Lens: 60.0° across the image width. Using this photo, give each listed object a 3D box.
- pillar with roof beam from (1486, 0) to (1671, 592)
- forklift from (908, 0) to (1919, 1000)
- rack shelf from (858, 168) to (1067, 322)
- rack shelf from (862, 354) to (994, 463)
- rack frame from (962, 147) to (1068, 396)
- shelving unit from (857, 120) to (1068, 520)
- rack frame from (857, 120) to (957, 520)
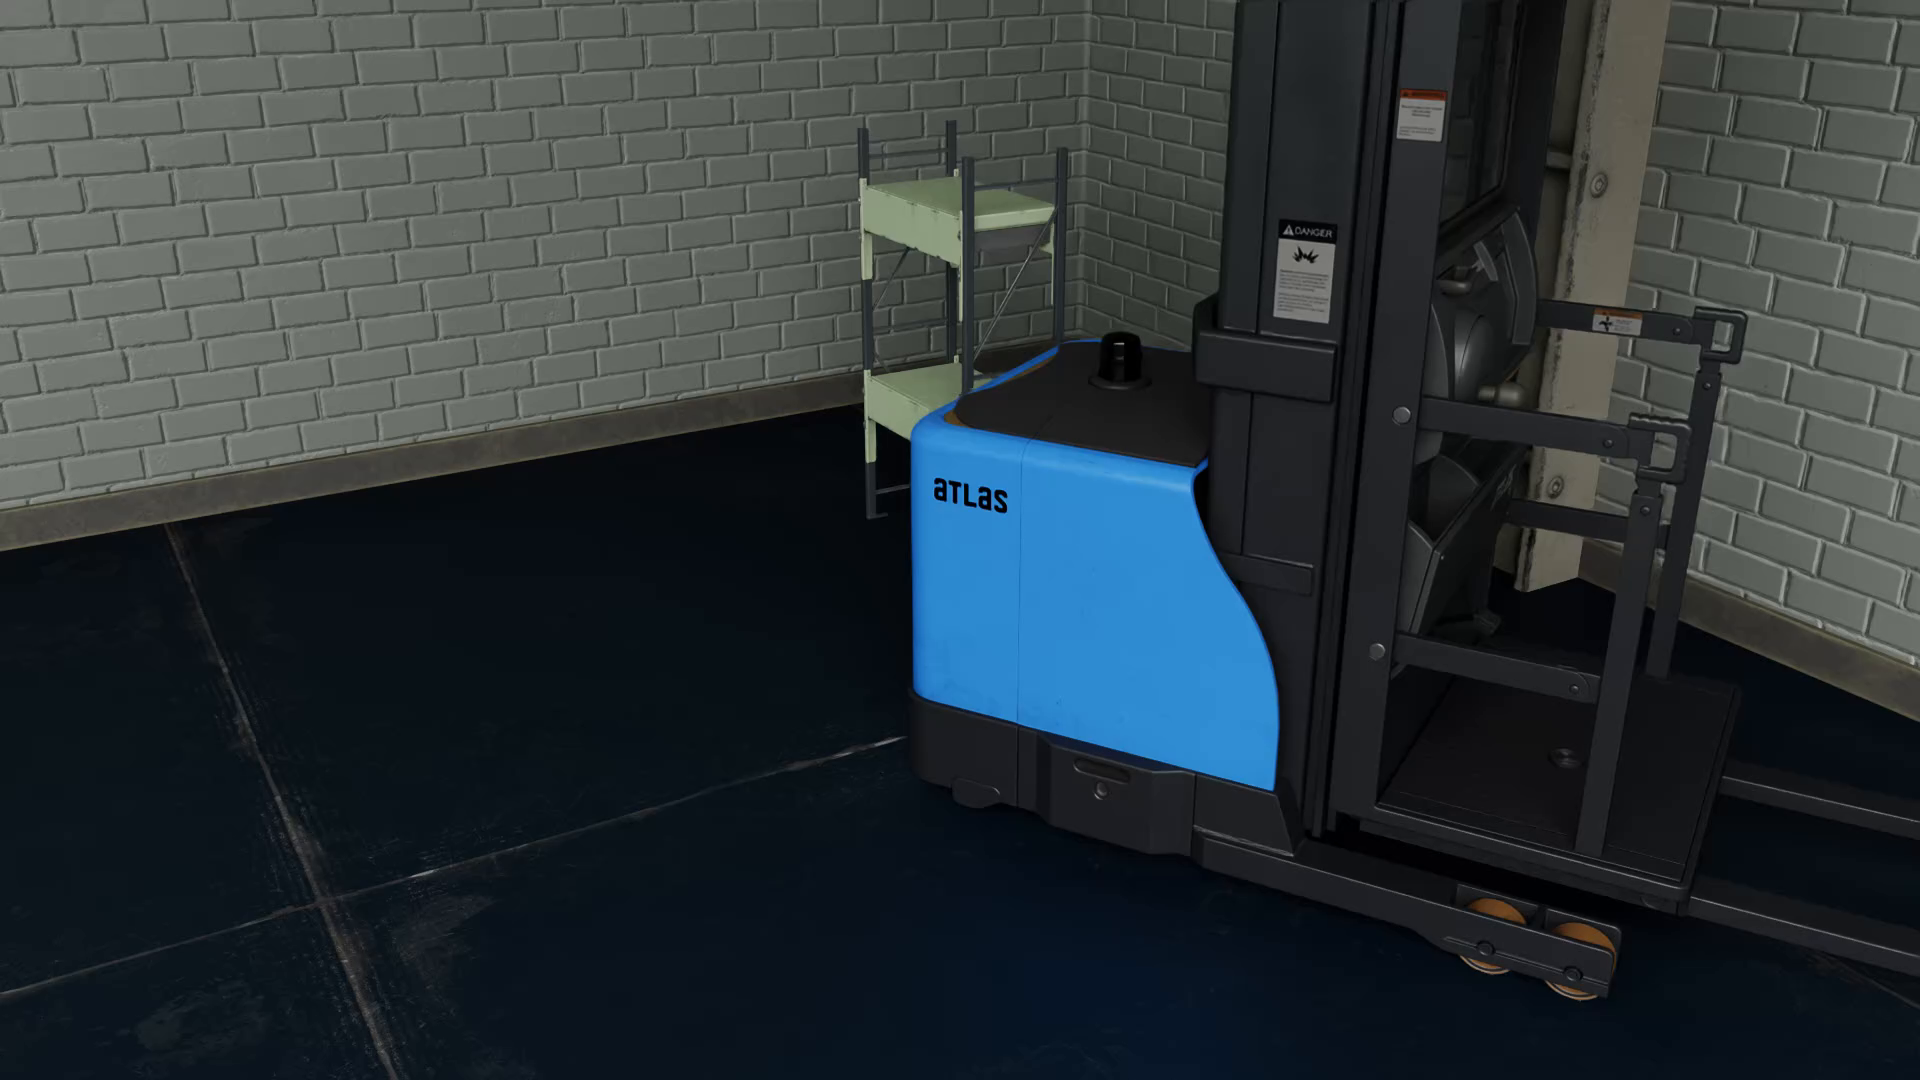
[{"bbox_3d":[-1.682,-3.249,2.354,9.100,9.000,0.400,-13,25,-28],"label":"pillar with roof beam"},{"bbox_3d":[1.397,-0.549,3.769,3.031,2.935,1.130,12,25,27],"label":"forklift"},{"bbox_3d":[-0.003,-1.058,5.887,0.431,0.370,0.720,-13,25,-28],"label":"rack shelf"},{"bbox_3d":[-0.003,-0.395,6.157,0.431,0.370,0.720,-13,25,-28],"label":"rack shelf"},{"bbox_3d":[0.184,-0.578,5.743,0.400,1.500,0.023,-13,25,-28],"label":"rack frame"},{"bbox_3d":[-0.003,-0.697,6.034,0.431,1.500,0.755,-13,25,-28],"label":"shelving unit"},{"bbox_3d":[-0.190,-0.815,6.326,0.400,1.500,0.023,-13,25,-28],"label":"rack frame"}]
